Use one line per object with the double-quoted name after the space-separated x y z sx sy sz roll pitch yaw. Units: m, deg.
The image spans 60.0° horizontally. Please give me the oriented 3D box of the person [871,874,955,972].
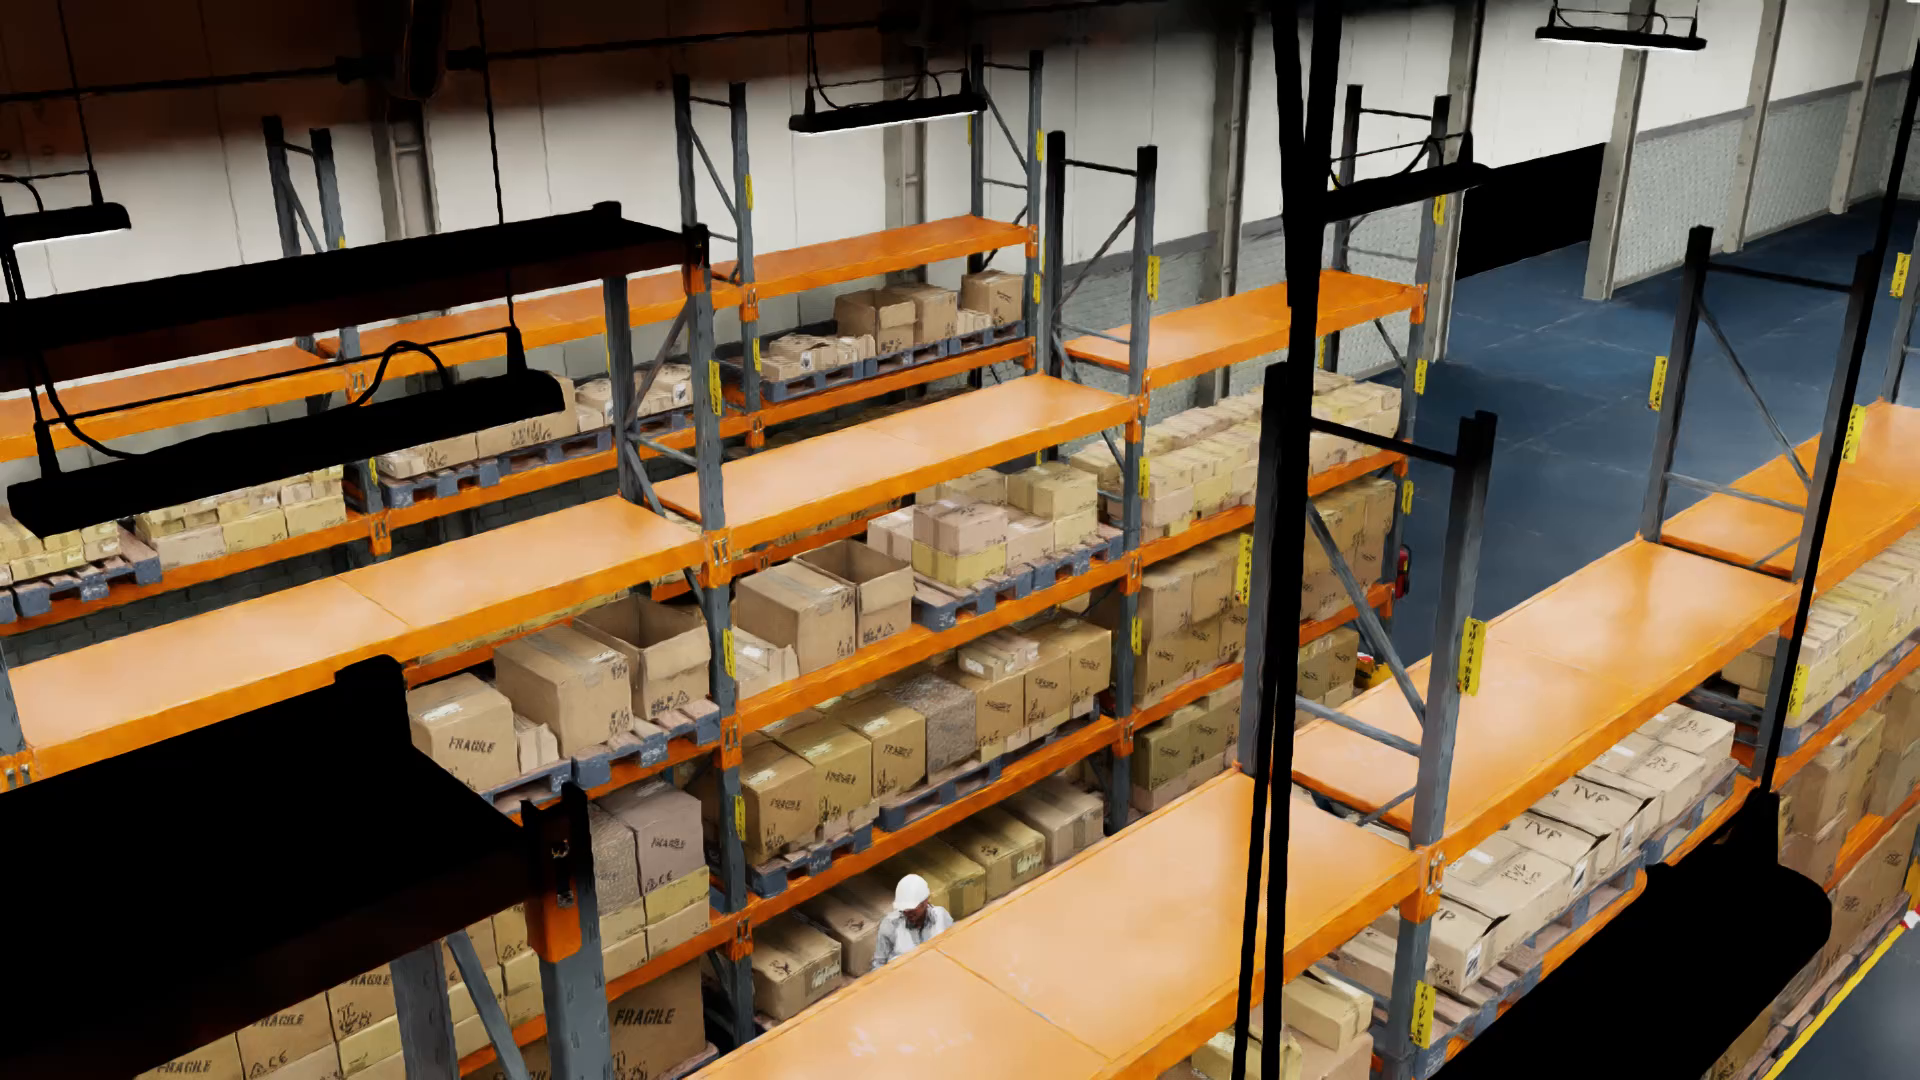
-0.299 3.029 11.177 0.641 1.768 0.581 -8 24 -19 "person"
